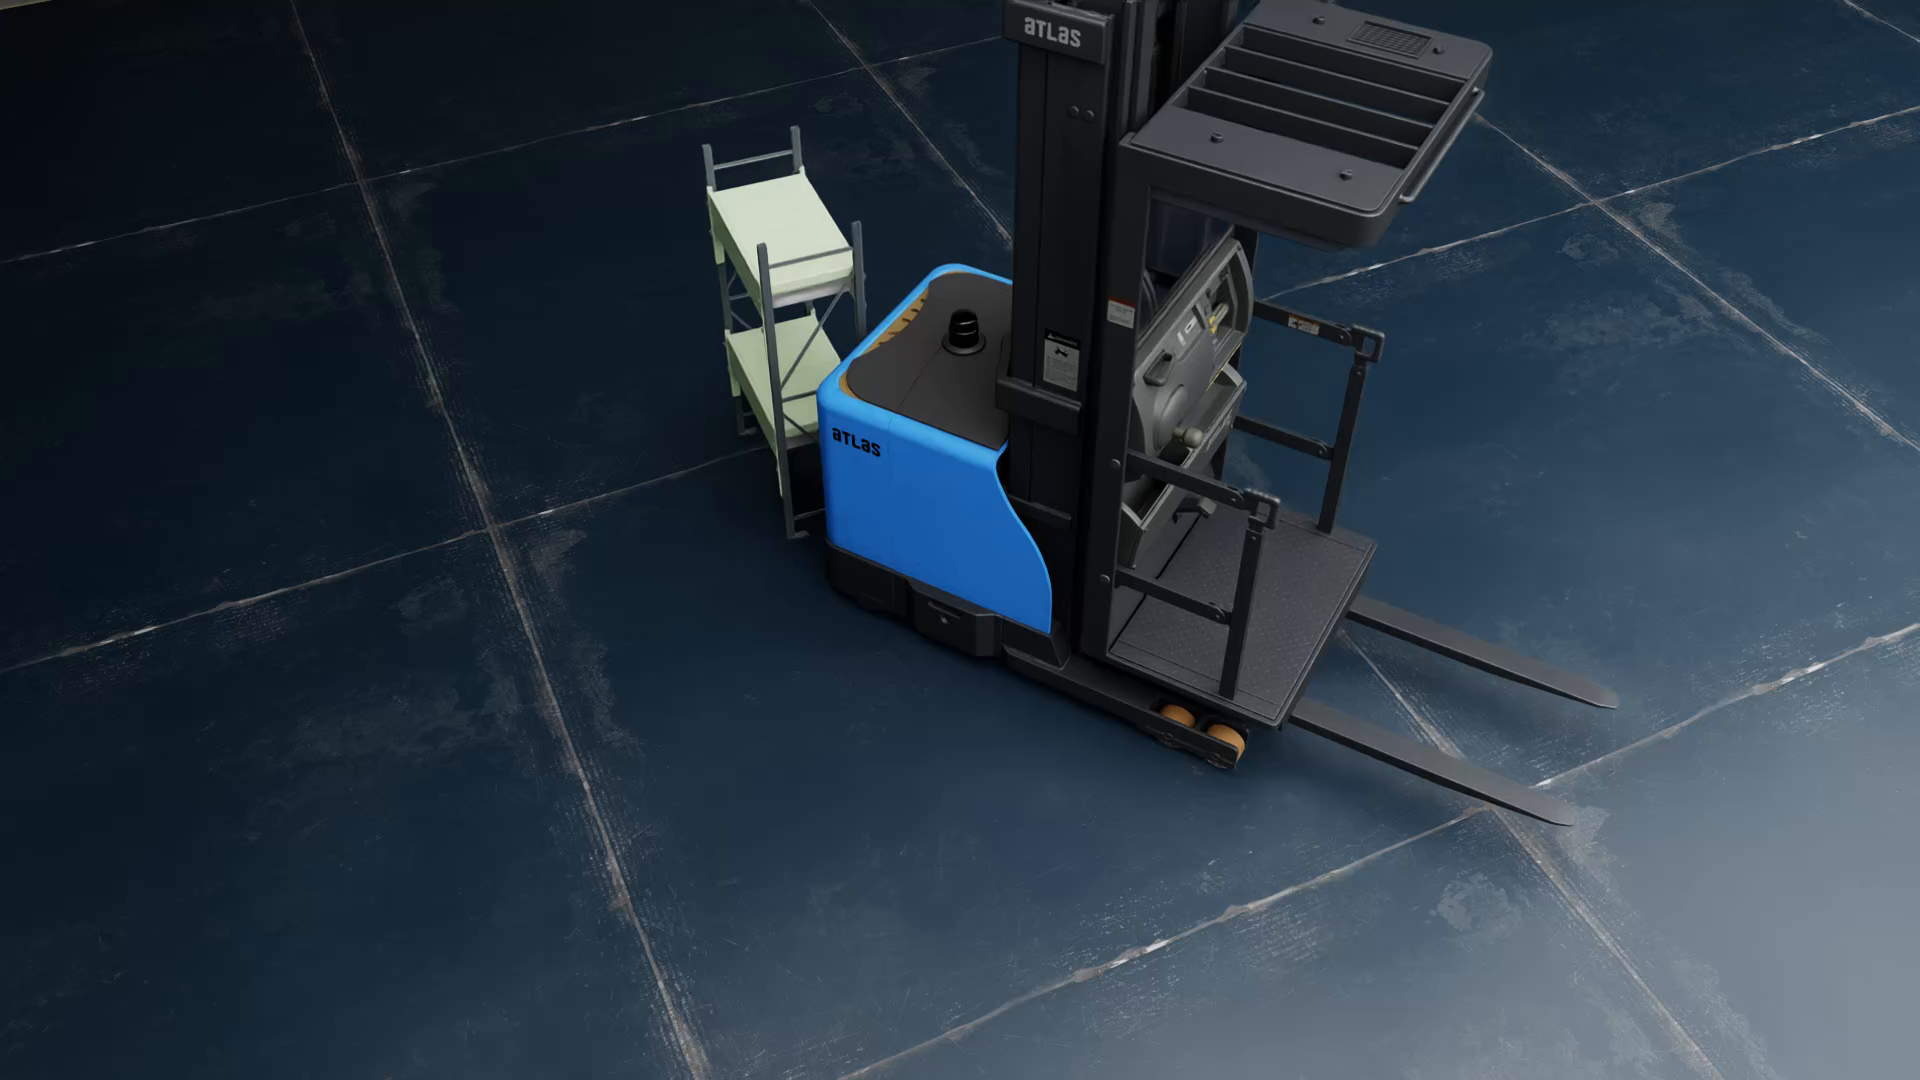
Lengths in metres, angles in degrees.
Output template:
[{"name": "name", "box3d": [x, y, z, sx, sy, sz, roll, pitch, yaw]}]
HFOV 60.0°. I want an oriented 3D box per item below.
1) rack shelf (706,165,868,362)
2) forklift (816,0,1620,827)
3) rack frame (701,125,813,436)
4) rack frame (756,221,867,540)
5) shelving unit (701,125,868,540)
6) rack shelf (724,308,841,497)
[{"name": "rack shelf", "box3d": [-0.693, -1.109, 6.619, 0.431, 0.370, 0.720, -16, 47, -16]}, {"name": "forklift", "box3d": [0.984, -0.618, 5.658, 3.031, 2.935, 1.130, 22, 49, 21]}, {"name": "rack frame", "box3d": [-0.832, -1.069, 7.135, 0.400, 1.500, 0.023, -16, 47, -16]}, {"name": "rack frame", "box3d": [-0.555, -0.593, 6.652, 0.400, 1.500, 0.023, -16, 47, -16]}, {"name": "shelving unit", "box3d": [-0.693, -0.831, 6.894, 0.431, 1.500, 0.755, -16, 47, -16]}, {"name": "rack shelf", "box3d": [-0.693, -0.599, 7.123, 0.431, 0.370, 0.720, -16, 47, -16]}]
